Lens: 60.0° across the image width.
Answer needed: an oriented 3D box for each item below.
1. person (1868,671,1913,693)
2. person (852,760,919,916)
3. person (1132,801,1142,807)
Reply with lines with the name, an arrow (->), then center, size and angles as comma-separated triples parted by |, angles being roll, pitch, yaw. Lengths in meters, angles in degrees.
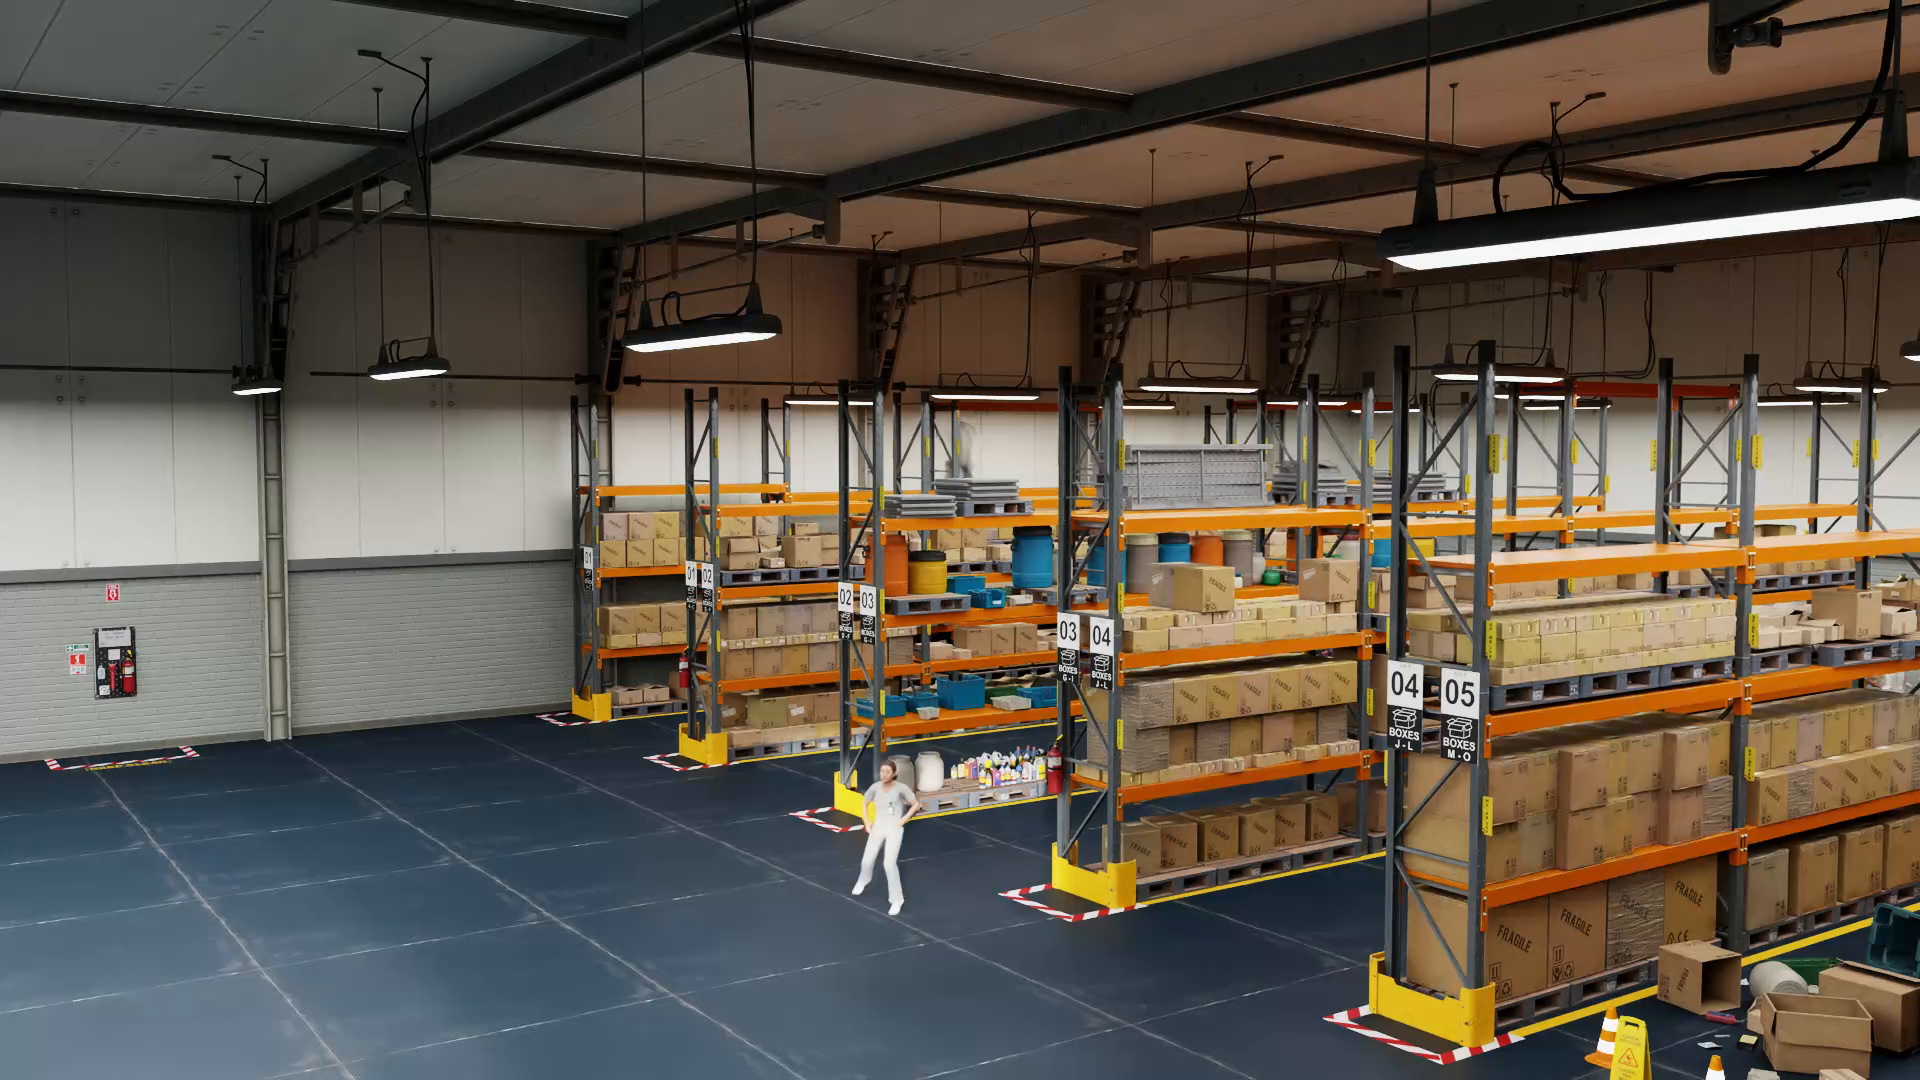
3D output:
person -> 15.625, 2.623, 28.002 | 0.710, 1.733, 0.746 | -1, 4, -11
person -> -0.858, 3.250, 18.440 | 0.806, 1.663, 0.743 | 1, 4, 14
person -> 2.510, 3.002, 23.455 | 0.642, 1.552, 0.945 | 3, 5, 44
